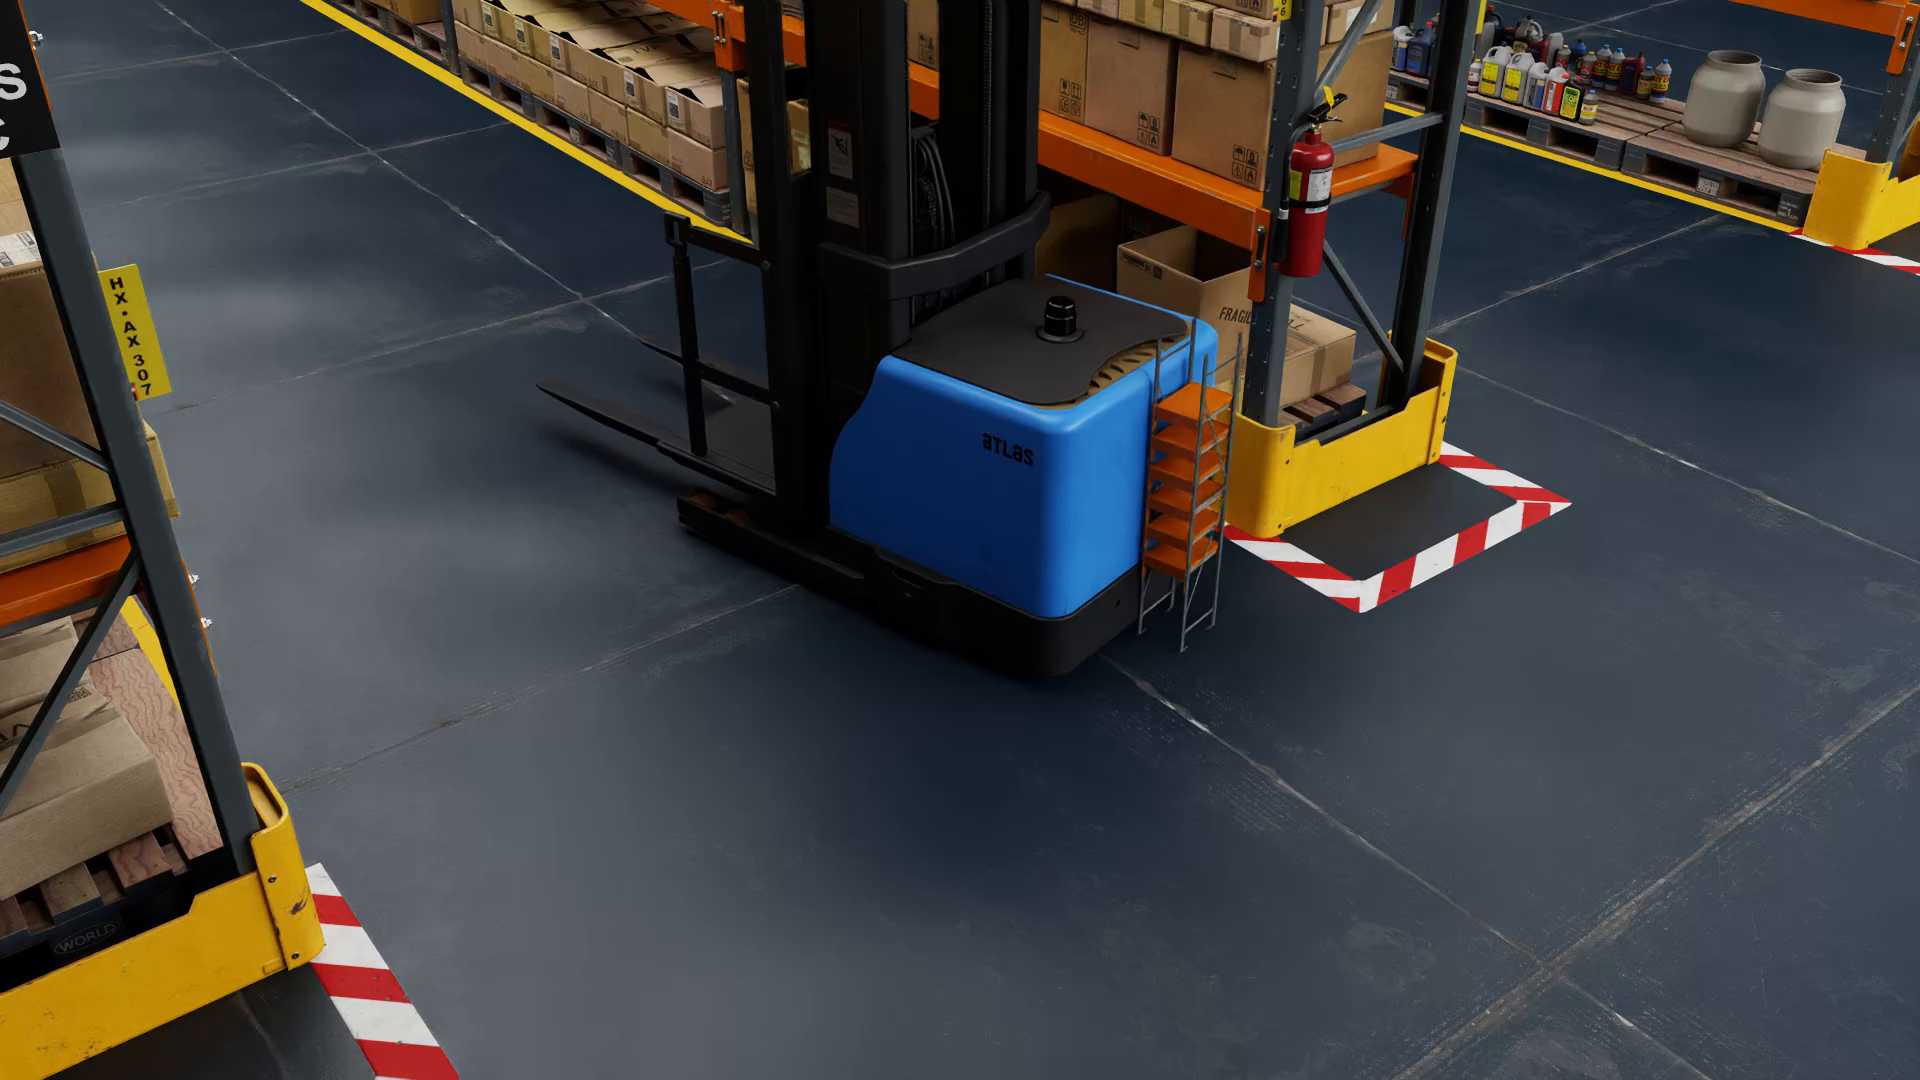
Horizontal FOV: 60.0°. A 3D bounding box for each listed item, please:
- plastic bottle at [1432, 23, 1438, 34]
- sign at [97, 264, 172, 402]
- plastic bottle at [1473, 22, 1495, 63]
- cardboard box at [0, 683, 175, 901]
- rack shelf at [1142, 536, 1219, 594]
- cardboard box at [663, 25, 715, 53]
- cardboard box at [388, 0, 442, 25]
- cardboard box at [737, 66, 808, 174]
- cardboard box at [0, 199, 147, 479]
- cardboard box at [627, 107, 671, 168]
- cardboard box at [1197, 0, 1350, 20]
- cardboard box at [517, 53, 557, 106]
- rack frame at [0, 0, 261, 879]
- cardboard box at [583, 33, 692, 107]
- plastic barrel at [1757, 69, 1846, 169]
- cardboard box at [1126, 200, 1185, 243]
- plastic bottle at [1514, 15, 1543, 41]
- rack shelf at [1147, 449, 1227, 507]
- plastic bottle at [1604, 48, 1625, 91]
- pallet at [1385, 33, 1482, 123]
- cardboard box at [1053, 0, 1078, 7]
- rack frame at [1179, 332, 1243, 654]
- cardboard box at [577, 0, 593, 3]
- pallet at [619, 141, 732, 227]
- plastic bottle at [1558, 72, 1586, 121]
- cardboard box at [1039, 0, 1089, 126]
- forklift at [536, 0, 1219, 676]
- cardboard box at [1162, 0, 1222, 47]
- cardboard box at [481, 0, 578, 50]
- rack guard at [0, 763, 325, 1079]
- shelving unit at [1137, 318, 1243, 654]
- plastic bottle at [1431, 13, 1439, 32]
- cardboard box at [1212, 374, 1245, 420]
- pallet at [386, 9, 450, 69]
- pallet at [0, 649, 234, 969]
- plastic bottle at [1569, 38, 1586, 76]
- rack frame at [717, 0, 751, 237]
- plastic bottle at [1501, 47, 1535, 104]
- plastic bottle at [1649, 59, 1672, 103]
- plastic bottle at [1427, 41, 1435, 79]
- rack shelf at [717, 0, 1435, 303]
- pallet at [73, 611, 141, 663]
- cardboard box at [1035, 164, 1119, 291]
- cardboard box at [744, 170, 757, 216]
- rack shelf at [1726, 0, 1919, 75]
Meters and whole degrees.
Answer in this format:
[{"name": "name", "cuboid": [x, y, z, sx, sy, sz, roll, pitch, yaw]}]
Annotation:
[{"name": "plastic bottle", "cuboid": [3.308, -3.442, 11.543, 0.144, 0.351, 0.185, -22, 38, -31]}, {"name": "sign", "cuboid": [-1.918, -0.476, 3.852, 0.100, 0.325, 0.005, -22, 38, -31]}, {"name": "plastic bottle", "cuboid": [3.665, -3.521, 11.740, 0.152, 0.276, 0.135, -22, 38, -31]}, {"name": "cardboard box", "cuboid": [-2.700, 0.706, 4.902, 0.500, 0.311, 0.500, -27, 41, -36]}, {"name": "rack shelf", "cuboid": [0.806, 0.068, 6.042, 0.180, 0.103, 0.258, 23, 39, 32]}, {"name": "cardboard box", "cuboid": [-1.566, -3.131, 10.624, 0.500, 0.311, 0.500, -24, 39, -33]}, {"name": "cardboard box", "cuboid": [-4.100, -4.309, 12.798, 0.500, 0.500, 0.500, -21, 37, -30]}, {"name": "cardboard box", "cuboid": [-0.851, -2.238, 9.007, 0.500, 0.500, 0.500, -22, 38, -31]}, {"name": "cardboard box", "cuboid": [-2.402, -0.492, 4.111, 0.500, 0.500, 0.500, -22, 38, -31]}, {"name": "cardboard box", "cuboid": [-1.681, -2.504, 10.147, 0.500, 0.250, 0.500, -23, 39, -32]}, {"name": "cardboard box", "cuboid": [1.256, -2.351, 6.368, 0.700, 0.500, 0.500, -22, 38, -31]}, {"name": "cardboard box", "cuboid": [-2.620, -3.144, 11.177, 0.500, 0.250, 0.500, -23, 39, -33]}, {"name": "rack frame", "cuboid": [-2.346, 0.068, 3.798, 1.000, 3.000, 0.127, -22, 38, -31]}, {"name": "cardboard box", "cuboid": [-1.991, -2.952, 10.336, 0.500, 0.311, 0.500, -22, 38, -32]}, {"name": "plastic barrel", "cuboid": [5.015, -2.509, 9.906, 0.421, 0.512, 0.421, 0, 32, 0]}, {"name": "cardboard box", "cuboid": [1.103, -1.369, 7.608, 0.500, 0.500, 0.500, -22, 38, -31]}, {"name": "plastic bottle", "cuboid": [3.965, -3.476, 11.598, 0.144, 0.351, 0.185, -23, 38, -32]}, {"name": "rack shelf", "cuboid": [0.806, -0.237, 5.852, 0.180, 0.103, 0.258, 23, 39, 32]}, {"name": "plastic bottle", "cuboid": [4.404, -3.165, 11.171, 0.097, 0.271, 0.097, 0, 32, 0]}, {"name": "pallet", "cuboid": [3.405, -3.327, 11.906, 1.003, 0.211, 1.213, -22, 38, -31]}, {"name": "cardboard box", "cuboid": [0.547, -2.382, 7.033, 0.380, 0.149, 0.250, -21, 38, -30]}, {"name": "rack frame", "cuboid": [0.878, -0.143, 5.843, 0.006, 1.200, 0.240, 23, 39, 32]}, {"name": "cardboard box", "cuboid": [-2.502, -3.766, 11.647, 0.500, 0.311, 0.500, -23, 39, -32]}, {"name": "pallet", "cuboid": [-1.371, -2.313, 10.275, 1.003, 0.211, 1.213, -22, 38, -31]}, {"name": "plastic bottle", "cuboid": [3.921, -2.837, 10.632, 0.061, 0.283, 0.133, -21, 38, -30]}, {"name": "cardboard box", "cuboid": [0.662, -2.204, 7.360, 0.700, 0.500, 0.500, -22, 38, -31]}, {"name": "forklift", "cuboid": [-0.520, -1.398, 6.223, 3.031, 2.935, 1.130, 23, 39, 32]}, {"name": "cardboard box", "cuboid": [1.018, -2.061, 6.515, 0.380, 0.149, 0.250, -21, 38, -30]}, {"name": "cardboard box", "cuboid": [-2.923, -3.590, 11.363, 0.500, 0.311, 0.500, -23, 39, -33]}, {"name": "rack guard", "cuboid": [-2.393, 1.098, 4.508, 1.175, 0.500, 0.348, -22, 38, -31]}, {"name": "shelving unit", "cuboid": [0.806, -0.173, 5.892, 0.189, 1.200, 0.258, 23, 39, 32]}, {"name": "plastic bottle", "cuboid": [3.495, -3.752, 12.184, 0.097, 0.201, 0.097, 0, 32, 0]}, {"name": "cardboard box", "cuboid": [1.002, -0.675, 7.201, 0.500, 0.250, 0.500, -22, 38, -31]}, {"name": "pallet", "cuboid": [-3.769, -4.009, 13.005, 1.003, 0.211, 1.213, -22, 38, -31]}, {"name": "pallet", "cuboid": [-2.863, 0.871, 5.148, 1.003, 0.211, 1.213, -22, 38, -31]}, {"name": "plastic bottle", "cuboid": [4.218, -3.291, 11.374, 0.097, 0.271, 0.097, 0, 32, 0]}, {"name": "rack frame", "cuboid": [-0.889, -3.203, 9.065, 1.000, 3.000, 0.127, -22, 38, -31]}, {"name": "plastic bottle", "cuboid": [3.684, -3.062, 10.931, 0.144, 0.351, 0.185, -21, 37, -29]}, {"name": "plastic bottle", "cuboid": [4.614, -3.022, 10.941, 0.097, 0.271, 0.097, 0, 32, 0]}, {"name": "plastic bottle", "cuboid": [3.309, -3.317, 11.341, 0.144, 0.351, 0.185, -24, 39, -33]}, {"name": "rack shelf", "cuboid": [0.338, -2.064, 7.913, 1.077, 0.370, 4.000, -22, 38, -31]}, {"name": "pallet", "cuboid": [-3.607, 0.363, 5.966, 1.003, 0.211, 1.213, -22, 38, -31]}, {"name": "cardboard box", "cuboid": [0.376, -1.405, 7.666, 0.500, 0.500, 0.500, -22, 38, -31]}, {"name": "cardboard box", "cuboid": [-0.844, -1.922, 9.210, 0.500, 0.250, 0.500, -22, 38, -31]}, {"name": "rack shelf", "cuboid": [4.253, -3.665, 10.490, 1.077, 0.370, 4.000, -22, 38, -31]}]
